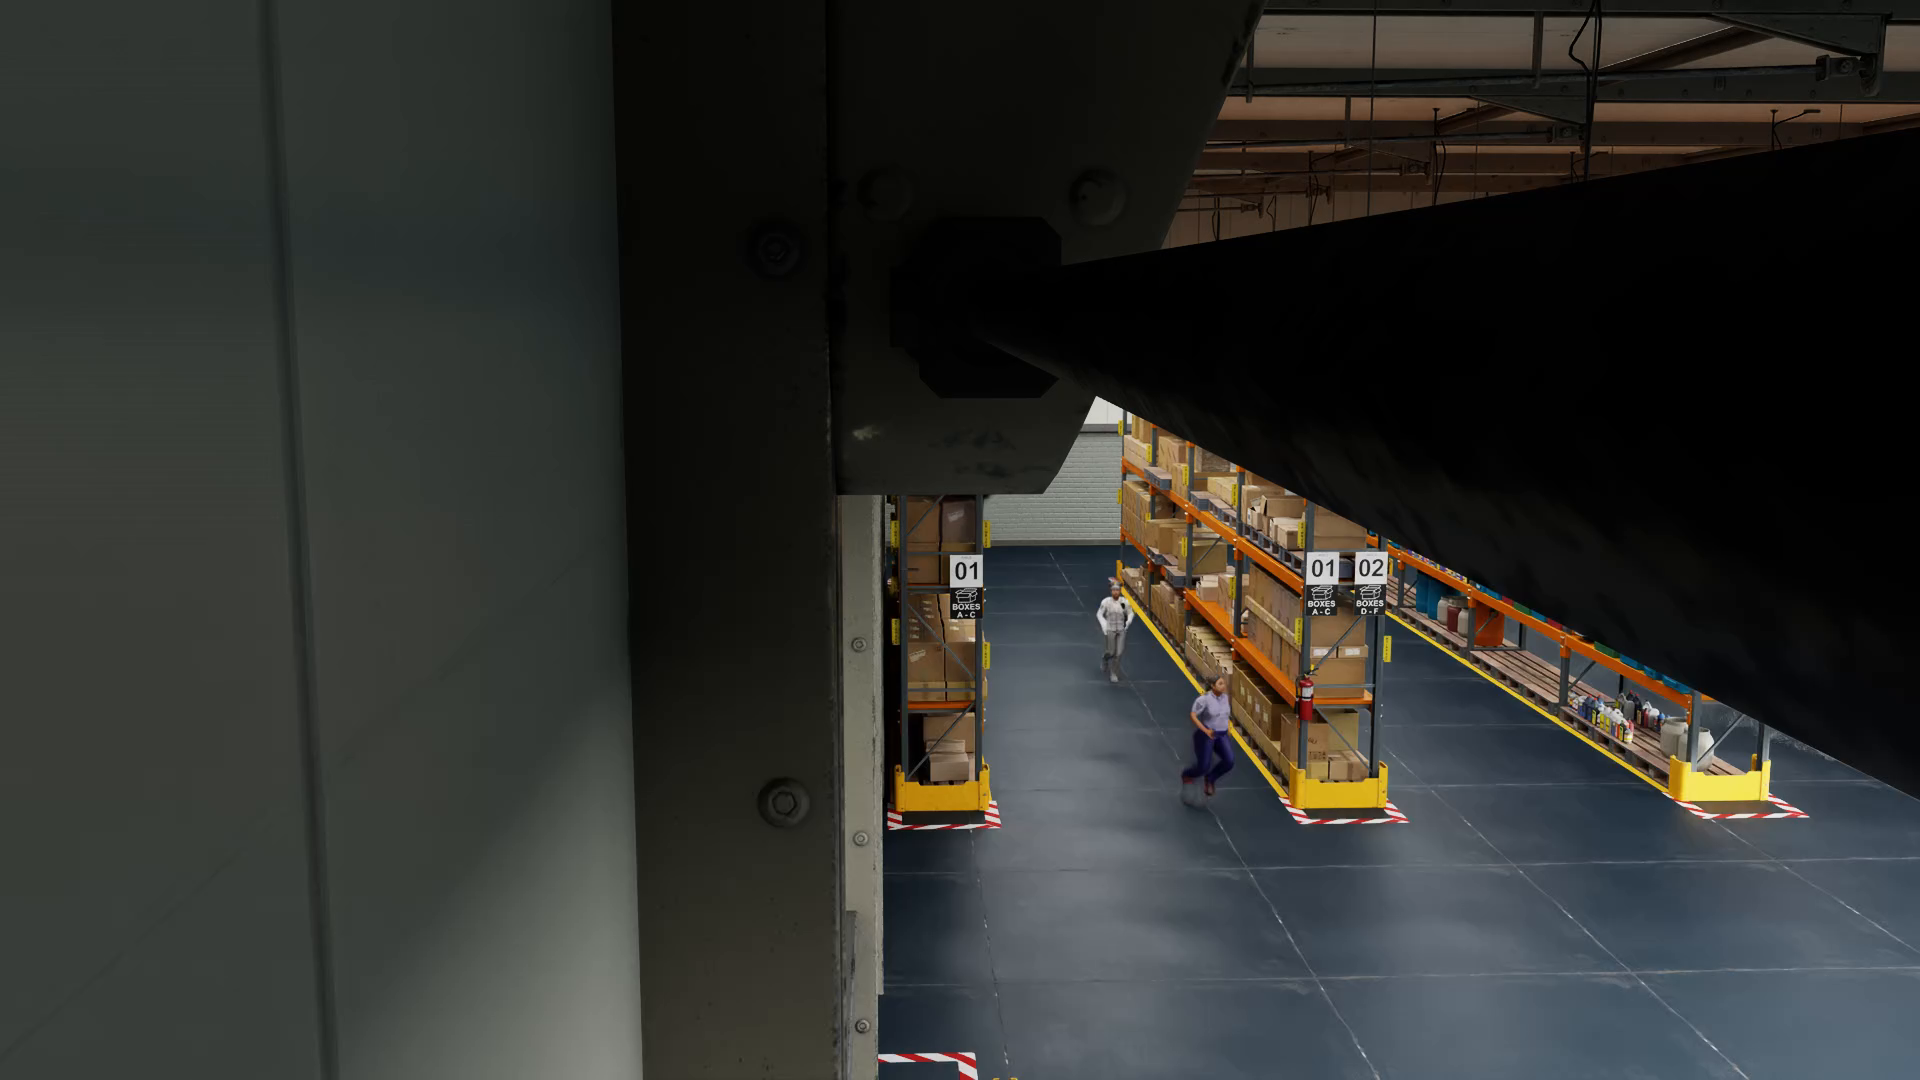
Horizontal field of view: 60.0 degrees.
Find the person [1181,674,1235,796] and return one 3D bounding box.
[{"bbox_3d":[3.154,2.422,20.622,0.667,1.480,0.702,-4,9,-24],"label":"person"}]

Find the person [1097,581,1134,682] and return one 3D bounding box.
[{"bbox_3d":[2.559,1.494,27.384,0.582,1.667,0.553,0,8,-3],"label":"person"}]
